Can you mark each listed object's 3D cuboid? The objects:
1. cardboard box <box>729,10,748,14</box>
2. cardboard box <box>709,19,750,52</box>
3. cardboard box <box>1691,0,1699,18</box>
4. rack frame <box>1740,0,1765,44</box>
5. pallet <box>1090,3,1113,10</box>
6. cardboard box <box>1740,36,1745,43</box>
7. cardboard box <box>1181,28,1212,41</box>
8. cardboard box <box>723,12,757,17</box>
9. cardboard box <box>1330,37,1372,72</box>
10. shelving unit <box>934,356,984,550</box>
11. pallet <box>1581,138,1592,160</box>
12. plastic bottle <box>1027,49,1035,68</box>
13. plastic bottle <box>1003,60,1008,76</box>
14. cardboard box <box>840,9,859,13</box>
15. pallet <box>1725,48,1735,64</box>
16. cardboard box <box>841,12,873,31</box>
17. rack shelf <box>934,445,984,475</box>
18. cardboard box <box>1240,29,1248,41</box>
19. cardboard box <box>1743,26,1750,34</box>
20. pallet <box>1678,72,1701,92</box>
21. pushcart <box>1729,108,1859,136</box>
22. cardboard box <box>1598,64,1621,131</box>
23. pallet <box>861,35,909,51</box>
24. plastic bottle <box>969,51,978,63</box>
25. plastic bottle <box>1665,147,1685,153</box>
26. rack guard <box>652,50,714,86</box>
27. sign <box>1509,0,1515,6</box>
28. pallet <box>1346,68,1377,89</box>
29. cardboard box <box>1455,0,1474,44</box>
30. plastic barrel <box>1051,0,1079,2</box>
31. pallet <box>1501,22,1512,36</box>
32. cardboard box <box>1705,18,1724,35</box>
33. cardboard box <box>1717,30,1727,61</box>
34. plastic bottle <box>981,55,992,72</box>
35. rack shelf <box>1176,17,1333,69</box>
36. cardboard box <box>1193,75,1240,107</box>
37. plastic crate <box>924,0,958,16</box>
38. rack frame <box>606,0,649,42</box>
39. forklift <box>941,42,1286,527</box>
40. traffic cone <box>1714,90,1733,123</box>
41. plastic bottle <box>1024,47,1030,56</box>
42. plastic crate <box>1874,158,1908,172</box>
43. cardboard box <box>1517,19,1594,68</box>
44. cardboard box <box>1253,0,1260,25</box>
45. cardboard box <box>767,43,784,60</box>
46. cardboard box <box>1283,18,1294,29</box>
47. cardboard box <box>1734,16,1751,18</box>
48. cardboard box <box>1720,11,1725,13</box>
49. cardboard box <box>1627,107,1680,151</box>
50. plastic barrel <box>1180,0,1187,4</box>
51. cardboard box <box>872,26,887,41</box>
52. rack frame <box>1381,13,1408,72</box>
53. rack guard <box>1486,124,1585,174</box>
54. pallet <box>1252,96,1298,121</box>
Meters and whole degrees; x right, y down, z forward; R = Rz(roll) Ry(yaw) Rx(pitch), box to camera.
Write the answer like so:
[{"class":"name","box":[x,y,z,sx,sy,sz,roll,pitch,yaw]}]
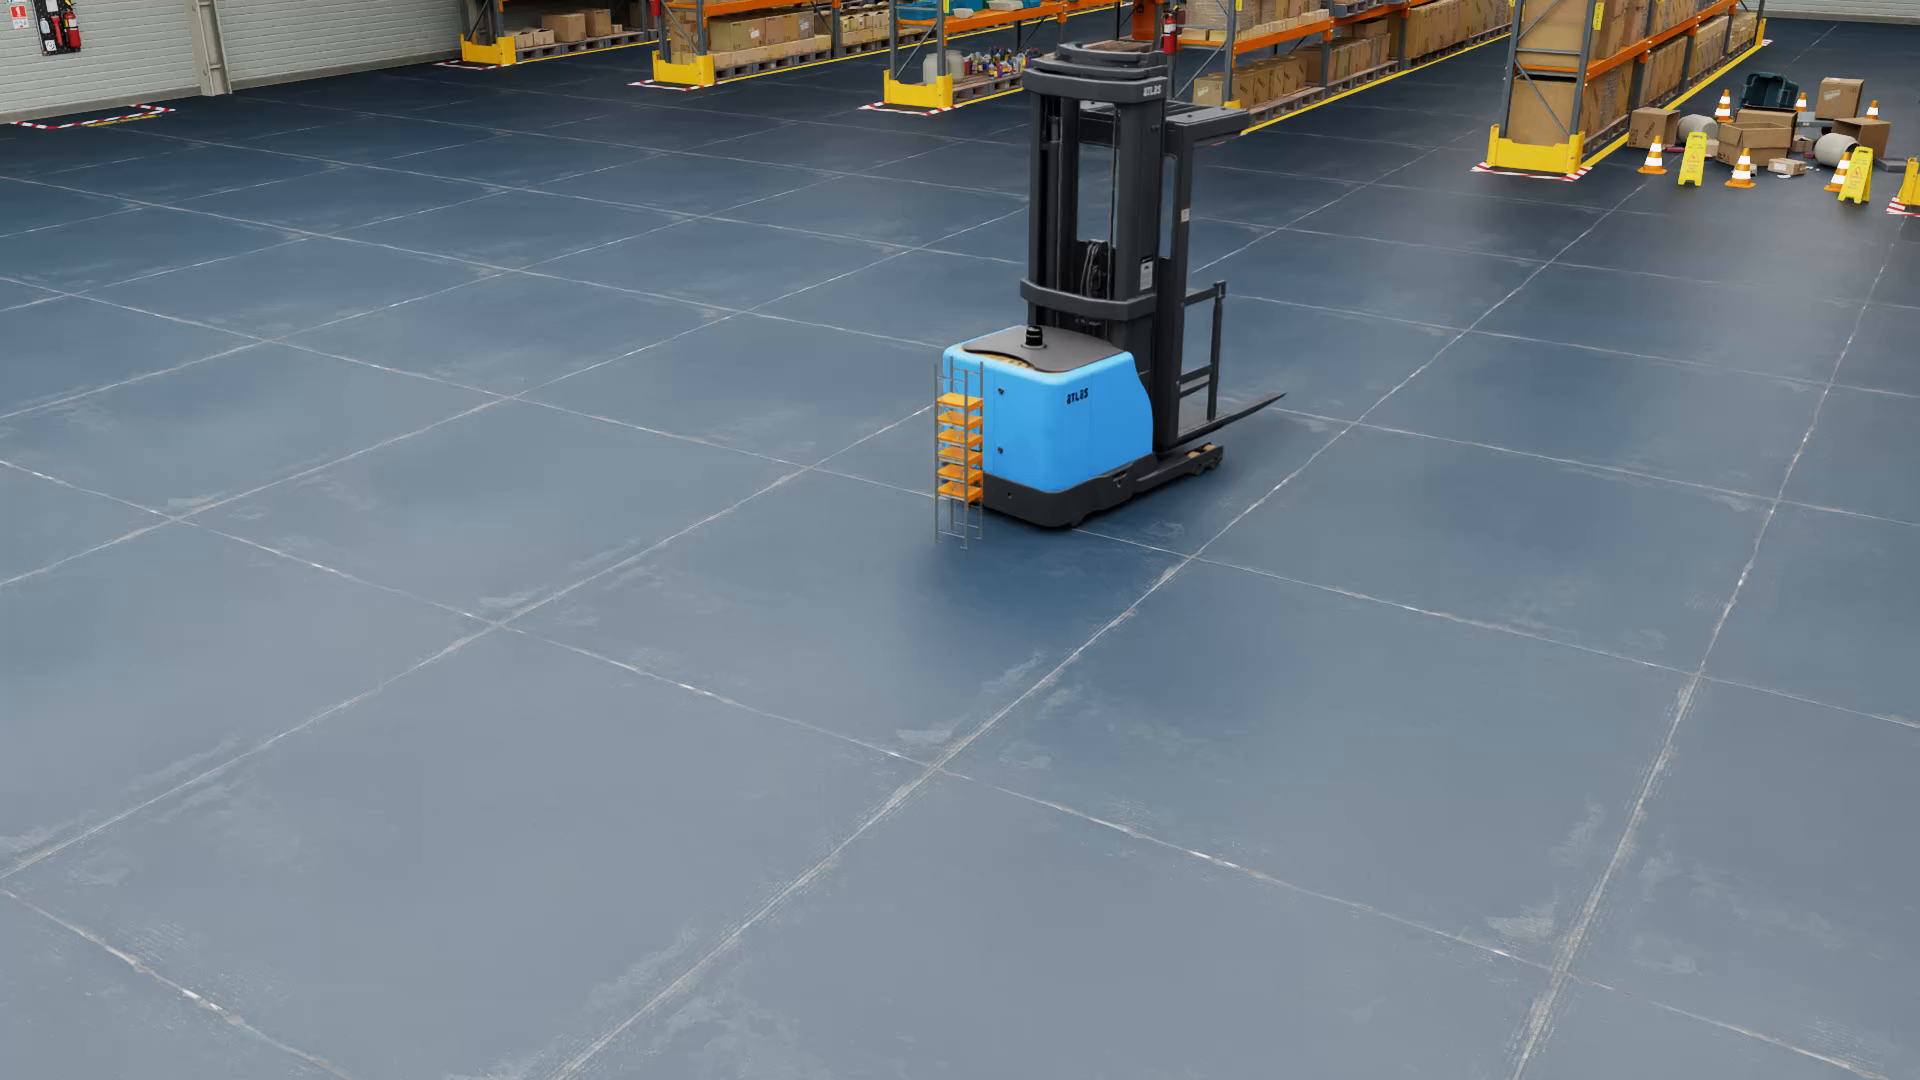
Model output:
[{"class":"cardboard box","box":[-5.217,-12.064,37.435,0.700,0.500,0.500,14,27,30]},{"class":"cardboard box","box":[-4.157,-9.105,29.995,0.500,0.500,0.500,14,27,29]},{"class":"cardboard box","box":[11.894,-8.913,27.438,0.500,0.500,0.500,14,27,29]},{"class":"rack frame","box":[16.123,-11.776,34.176,1.000,3.000,0.127,14,27,29]},{"class":"pallet","box":[3.089,-13.352,41.327,1.003,0.211,1.213,14,27,29]},{"class":"cardboard box","box":[15.399,-9.987,33.103,0.380,0.149,0.250,14,27,30]},{"class":"cardboard box","box":[3.498,-7.473,24.554,0.380,0.149,0.250,14,27,29]},{"class":"cardboard box","box":[-4.081,-9.554,31.032,0.500,0.500,0.500,14,27,29]},{"class":"cardboard box","box":[6.832,-8.591,29.412,0.700,0.500,0.500,16,28,33]},{"class":"shelving unit","box":[-0.008,-0.546,10.500,0.258,1.200,0.189,14,27,29]},{"class":"pallet","box":[8.039,-5.382,22.917,1.003,0.211,1.213,14,27,29]},{"class":"plastic bottle","box":[1.229,-8.481,29.346,0.144,0.351,0.185,12,26,26]},{"class":"plastic bottle","box":[0.770,-8.133,28.642,0.097,0.271,0.097,0,23,0]},{"class":"cardboard box","box":[-2.277,-10.606,33.701,0.500,0.311,0.500,14,27,29]},{"class":"pallet","box":[14.338,-9.380,32.153,1.003,0.211,1.213,14,27,29]},{"class":"cardboard box","box":[-2.083,-10.320,33.040,0.500,0.311,0.500,14,27,28]},{"class":"rack shelf","box":[-0.008,-0.505,10.518,0.258,0.103,0.180,14,27,29]},{"class":"cardboard box","box":[4.024,-7.461,24.524,0.380,0.149,0.250,14,27,29]},{"class":"cardboard box","box":[15.553,-10.206,33.235,0.380,0.149,0.250,14,27,30]},{"class":"pallet","box":[12.317,-8.060,29.102,1.003,0.211,1.213,14,27,29]},{"class":"pushcart","box":[12.089,-5.980,24.089,1.648,0.377,0.936,5,24,11]},{"class":"cardboard box","box":[8.930,-6.441,23.998,0.875,0.875,0.875,14,27,29]},{"class":"pallet","box":[-1.783,-10.267,34.201,1.003,0.211,1.213,14,27,29]},{"class":"plastic bottle","box":[0.225,-8.368,29.085,0.144,0.351,0.185,15,28,31]},{"class":"plastic bottle","box":[10.053,-5.471,23.312,0.283,0.061,0.133,5,24,11]},{"class":"rack guard","box":[-4.904,-8.371,29.458,1.175,0.500,0.348,14,27,29]},{"class":"sign","box":[7.230,-7.134,21.699,0.100,0.325,0.005,14,27,29]},{"class":"pallet","box":[6.685,-8.196,29.417,1.003,0.211,1.213,14,27,29]},{"class":"cardboard box","box":[9.532,-10.497,33.368,1.225,0.875,0.875,14,27,29]},{"class":"plastic barrel","box":[1.886,-10.134,29.753,0.600,0.901,0.708,14,27,29]},{"class":"pallet","box":[11.608,-11.283,36.549,1.003,0.211,1.213,14,27,29]},{"class":"cardboard box","box":[13.553,-9.341,30.225,0.500,0.250,0.500,15,28,31]},{"class":"cardboard box","box":[13.837,-9.169,30.772,0.500,0.500,0.500,13,27,28]},{"class":"plastic bottle","box":[0.462,-8.374,29.193,0.152,0.276,0.135,14,27,29]},{"class":"rack shelf","box":[4.578,-7.794,25.884,1.077,0.370,4.000,14,27,29]},{"class":"cardboard box","box":[3.867,-6.702,25.074,0.500,0.500,0.500,20,30,38]},{"class":"plastic crate","box":[-0.328,-8.869,27.648,0.499,0.251,0.408,14,27,29]},{"class":"rack frame","box":[-6.992,-11.913,34.494,1.000,3.000,0.127,14,27,29]},{"class":"forklift","box":[1.243,-1.928,11.514,1.130,2.935,3.031,20,31,39]},{"class":"traffic cone","box":[11.784,-6.698,25.639,0.336,0.463,0.334,14,27,29]},{"class":"plastic bottle","box":[1.208,-8.576,29.565,0.144,0.351,0.185,14,27,29]},{"class":"plastic crate","box":[12.527,-5.025,22.256,0.402,0.080,0.583,5,24,11]},{"class":"cardboard box","box":[7.841,-6.579,21.984,0.875,0.550,0.550,14,27,29]},{"class":"cardboard box","box":[3.998,-8.005,24.966,0.875,0.500,0.500,14,27,29]},{"class":"cardboard box","box":[-3.627,-9.098,30.922,0.500,0.250,0.500,14,27,29]},{"class":"cardboard box","box":[4.966,-8.047,25.878,0.380,0.149,0.250,14,27,29]},{"class":"cardboard box","box":[15.659,-10.441,33.403,0.380,0.149,0.250,13,26,27]},{"class":"cardboard box","box":[15.558,-10.828,34.297,0.380,0.149,0.250,13,26,27]},{"class":"cardboard box","box":[9.846,-5.841,23.610,0.500,0.500,0.500,20,30,38]},{"class":"plastic barrel","box":[4.970,-11.348,35.301,0.600,0.901,0.708,14,27,29]},{"class":"cardboard box","box":[-1.816,-10.239,33.559,0.500,0.250,0.500,13,27,27]},{"class":"rack frame","box":[7.743,-10.149,30.419,1.000,3.000,0.127,14,27,29]},{"class":"rack guard","box":[7.671,-5.221,22.180,1.175,0.500,0.348,14,27,29]},{"class":"pallet","box":[4.666,-6.872,26.359,1.003,0.211,1.213,14,27,29]}]
